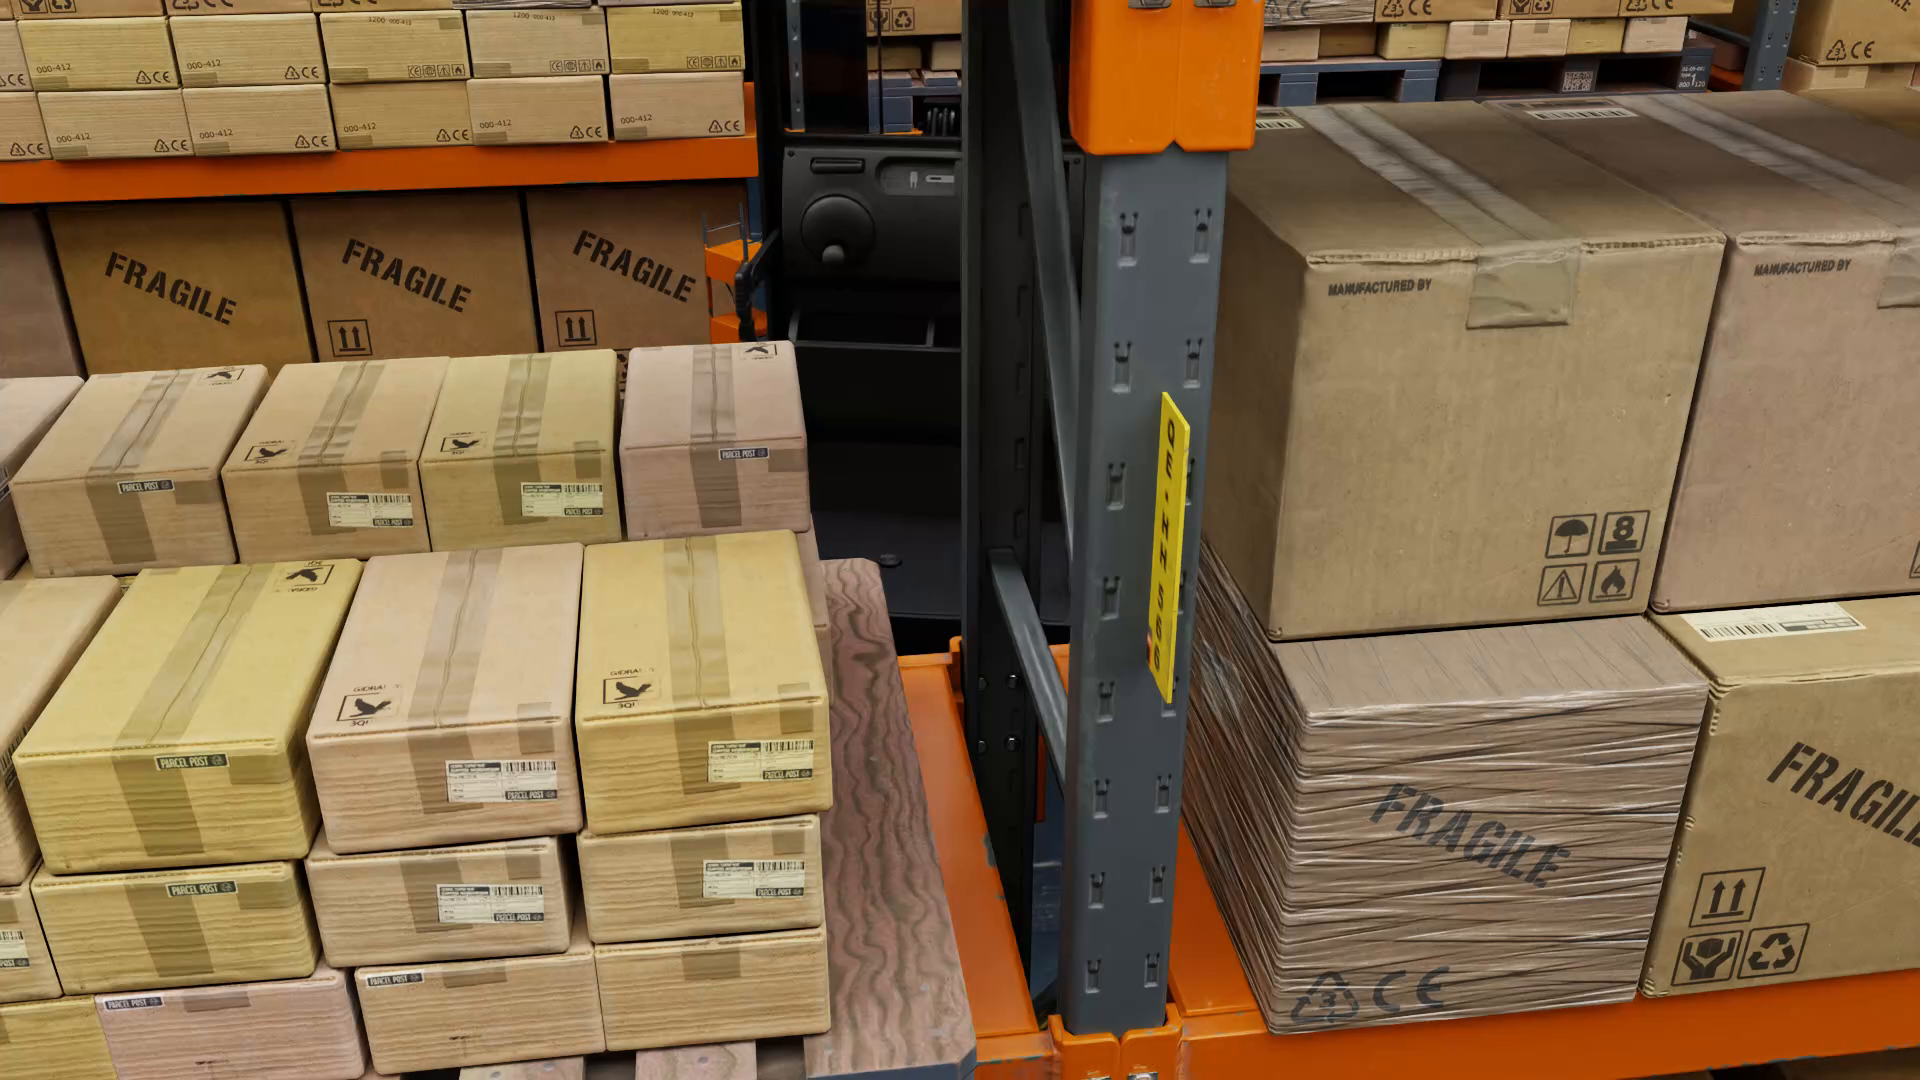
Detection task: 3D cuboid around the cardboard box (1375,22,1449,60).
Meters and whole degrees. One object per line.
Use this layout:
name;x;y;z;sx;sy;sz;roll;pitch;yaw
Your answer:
cardboard box;1.821;-2.099;6.870;0.250;0.149;0.380;-4;27;-7

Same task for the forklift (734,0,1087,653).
forklift;-0.107;-0.971;4.932;1.130;2.935;3.031;3;27;5

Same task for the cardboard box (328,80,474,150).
cardboard box;-2.126;-1.705;6.451;0.500;0.250;0.500;-4;27;-8

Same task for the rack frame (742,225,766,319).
rack frame;-0.749;-0.745;6.552;0.008;1.050;0.200;24;36;38

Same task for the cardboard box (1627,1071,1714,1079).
cardboard box;0.749;1.062;2.899;0.750;0.750;1.050;-4;27;-8

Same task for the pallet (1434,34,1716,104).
pallet;2.527;-2.171;7.406;1.213;0.211;1.003;-4;27;-7

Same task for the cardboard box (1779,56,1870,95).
cardboard box;3.661;-2.003;7.143;0.250;0.149;0.380;-4;27;-7

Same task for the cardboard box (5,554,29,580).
cardboard box;-1.402;0.047;2.362;0.250;0.149;0.380;-4;27;-7

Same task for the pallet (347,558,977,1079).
pallet;-0.558;0.425;2.346;1.003;0.211;1.213;-4;27;-7

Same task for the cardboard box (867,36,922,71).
cardboard box;-0.309;-1.997;6.671;0.250;0.149;0.380;-5;28;-10

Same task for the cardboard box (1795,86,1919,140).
cardboard box;1.588;-0.334;2.410;0.500;0.500;0.700;-4;27;-8

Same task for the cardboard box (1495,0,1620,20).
cardboard box;2.388;-2.438;6.821;0.500;0.500;0.500;-4;27;-7

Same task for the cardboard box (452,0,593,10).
cardboard box;-1.639;-2.287;6.217;0.500;0.500;0.500;-3;27;-6

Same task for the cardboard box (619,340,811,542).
cardboard box;-0.356;-0.152;2.423;0.250;0.149;0.380;-4;27;-7

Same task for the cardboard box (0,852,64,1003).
cardboard box;-1.065;0.327;1.816;0.250;0.149;0.380;-4;27;-7

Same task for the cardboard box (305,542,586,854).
cardboard box;-0.537;0.160;1.817;0.250;0.149;0.380;-4;27;-8

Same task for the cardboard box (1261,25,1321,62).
cardboard box;1.298;-2.078;6.829;0.250;0.149;0.380;-3;27;-5

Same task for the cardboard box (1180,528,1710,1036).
cardboard box;0.615;0.295;2.280;0.500;0.500;0.500;-3;27;-7

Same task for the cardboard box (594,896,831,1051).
cardboard box;-0.291;0.410;1.980;0.250;0.149;0.380;-3;27;-6

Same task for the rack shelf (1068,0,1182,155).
rack shelf;-1.847;-0.641;1.716;4.000;0.370;1.077;-4;27;-7

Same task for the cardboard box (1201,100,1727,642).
cardboard box;0.579;-0.267;2.281;0.500;0.500;0.700;-4;27;-7

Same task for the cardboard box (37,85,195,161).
cardboard box;-3.123;-1.632;6.309;0.500;0.250;0.500;-4;27;-8

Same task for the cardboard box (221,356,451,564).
cardboard box;-0.861;-0.120;2.362;0.250;0.149;0.380;-4;27;-7

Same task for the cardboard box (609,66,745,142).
cardboard box;-1.121;-1.769;6.576;0.500;0.250;0.500;-5;28;-9

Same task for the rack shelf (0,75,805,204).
rack shelf;-2.637;-1.538;6.750;4.000;0.370;1.077;-4;27;-7

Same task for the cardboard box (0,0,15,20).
cardboard box;-3.642;-2.163;5.975;0.500;0.500;0.500;-4;27;-7

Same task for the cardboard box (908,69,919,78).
cardboard box;-0.086;-3.438;11.806;0.625;0.625;0.875;-3;27;-5

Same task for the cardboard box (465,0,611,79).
cardboard box;-1.608;-1.961;6.403;0.500;0.250;0.500;-4;27;-8

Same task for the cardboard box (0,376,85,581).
cardboard box;-1.391;-0.085;2.294;0.250;0.149;0.380;-2;27;-5

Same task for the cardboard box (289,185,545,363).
cardboard box;-2.236;-1.166;7.103;0.875;0.875;0.875;-3;27;-6

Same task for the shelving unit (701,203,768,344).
shelving unit;-0.837;-0.784;6.628;0.252;1.050;0.215;24;36;38

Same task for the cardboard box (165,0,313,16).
cardboard box;-2.634;-2.230;6.105;0.500;0.500;0.500;-4;27;-8

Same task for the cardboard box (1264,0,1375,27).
cardboard box;1.358;-2.374;6.696;0.500;0.500;0.500;-5;28;-9

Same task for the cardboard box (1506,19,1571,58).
cardboard box;2.320;-2.116;6.903;0.250;0.149;0.380;-4;27;-8

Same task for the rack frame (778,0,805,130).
rack frame;-0.656;-1.985;6.833;0.127;3.000;1.000;-4;27;-7

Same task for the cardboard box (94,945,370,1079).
cardboard box;-0.792;0.442;1.919;0.250;0.149;0.380;-3;27;-6

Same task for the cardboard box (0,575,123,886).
cardboard box;-1.060;0.195;1.748;0.250;0.149;0.380;-3;27;-6

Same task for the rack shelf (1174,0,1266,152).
rack shelf;2.114;-0.896;2.212;4.000;0.370;1.077;-4;27;-7

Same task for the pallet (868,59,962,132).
pallet;0.034;-1.993;7.059;1.003;0.211;1.213;-4;27;-7

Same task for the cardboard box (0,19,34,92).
cardboard box;-3.630;-1.833;6.153;0.500;0.250;0.500;-3;27;-6

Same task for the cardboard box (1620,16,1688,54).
cardboard box;2.834;-2.157;6.984;0.250;0.149;0.380;-3;27;-6

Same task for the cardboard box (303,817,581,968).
cardboard box;-0.557;0.294;1.881;0.250;0.149;0.380;-3;27;-5

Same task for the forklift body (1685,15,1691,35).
forklift body;4.947;-3.415;10.549;1.214;2.155;2.313;-4;27;-7

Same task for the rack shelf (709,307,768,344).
rack shelf;-0.837;-0.774;6.632;0.240;0.259;0.215;24;36;38

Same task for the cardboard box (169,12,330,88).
cardboard box;-2.626;-1.886;6.257;0.500;0.250;0.500;-4;28;-9

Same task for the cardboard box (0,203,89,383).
cardboard box;-4.015;-1.048;6.874;0.875;0.875;0.875;-3;27;-6

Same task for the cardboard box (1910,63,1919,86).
cardboard box;4.163;-2.073;7.280;0.250;0.149;0.380;-4;27;-7

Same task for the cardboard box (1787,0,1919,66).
cardboard box;3.779;-2.318;7.047;0.500;0.500;0.500;-4;27;-7

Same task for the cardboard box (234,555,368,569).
cardboard box;-0.905;0.015;2.424;0.250;0.149;0.380;-5;28;-9

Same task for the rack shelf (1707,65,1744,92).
rack shelf;5.285;-2.047;7.741;4.000;0.370;1.077;-4;27;-7
